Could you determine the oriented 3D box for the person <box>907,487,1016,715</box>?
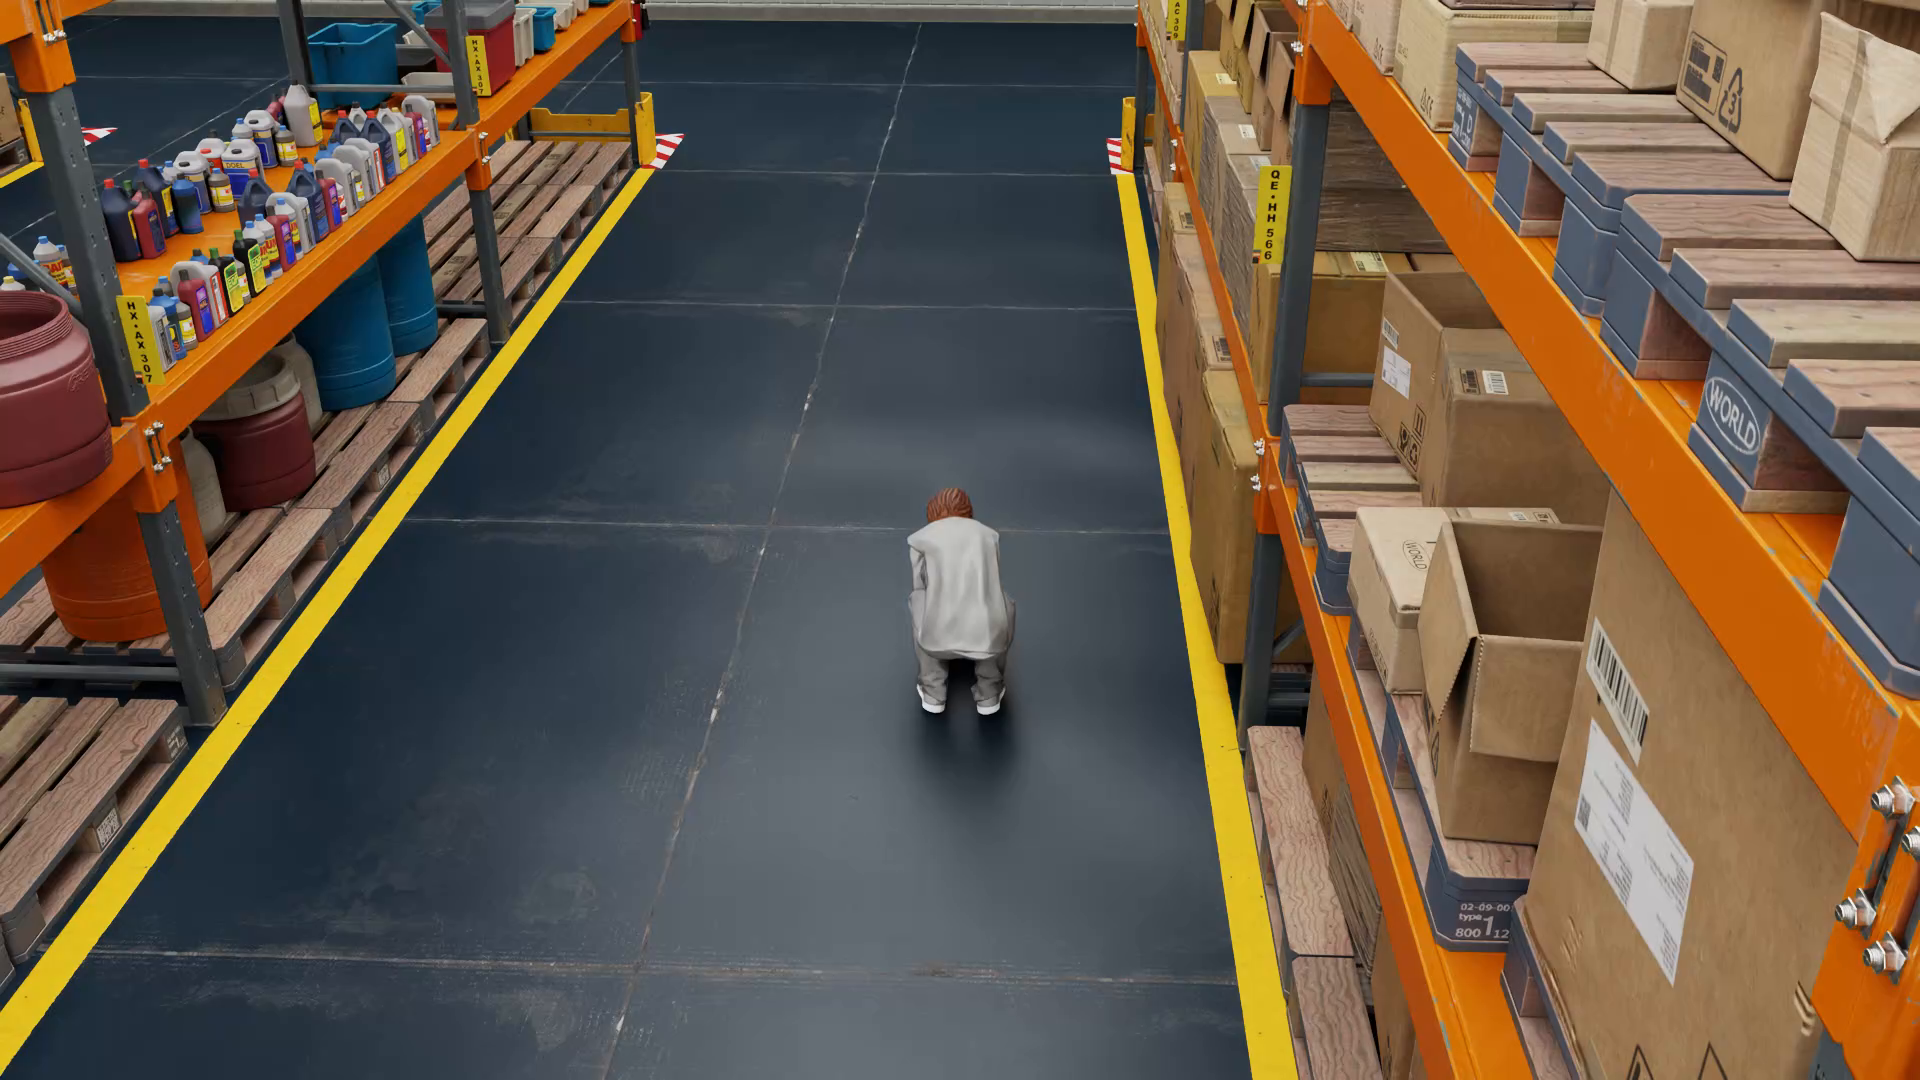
[{"bbox_3d":[0.005,0.294,6.615,0.432,0.751,0.832,1,28,1],"label":"person"}]
